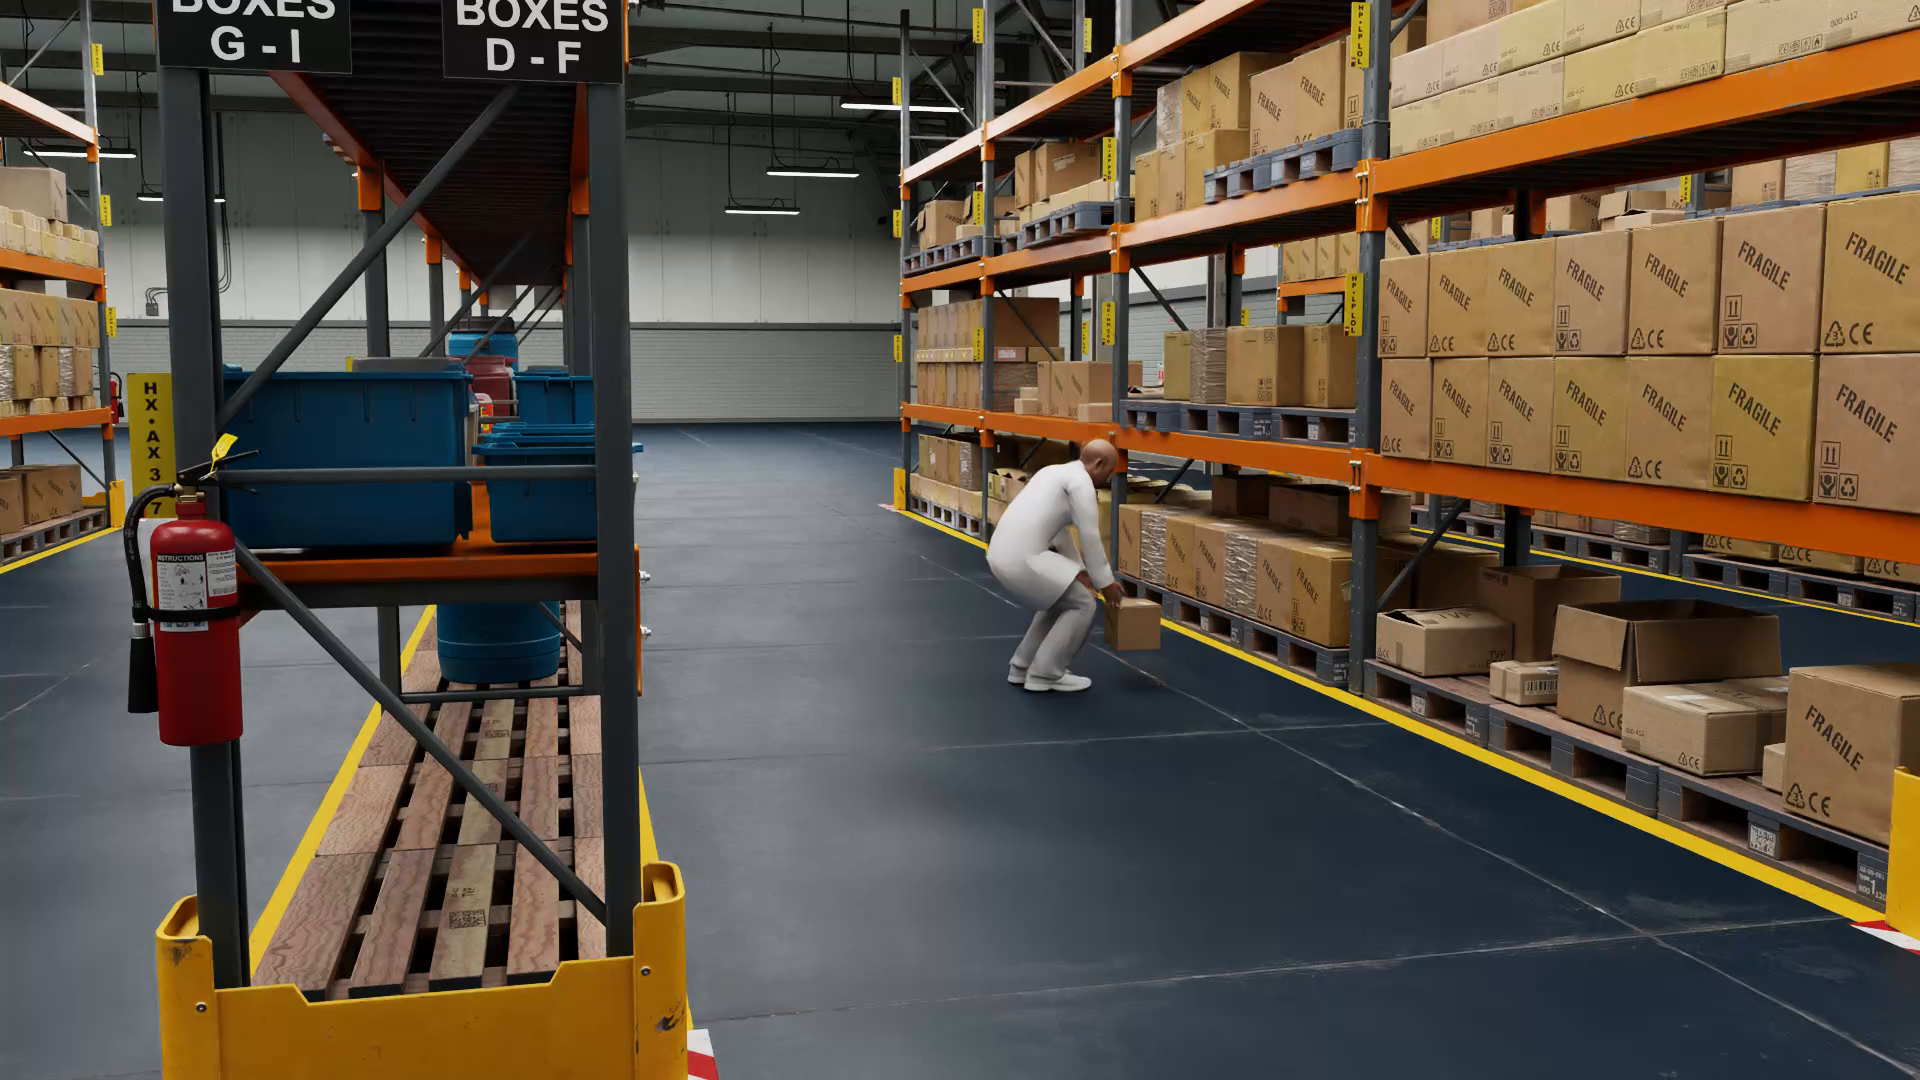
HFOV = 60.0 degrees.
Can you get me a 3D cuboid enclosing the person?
[{"bbox_3d":[0.511,0.134,9.166,0.750,1.352,0.631,-1,6,-14],"label":"person"}]
